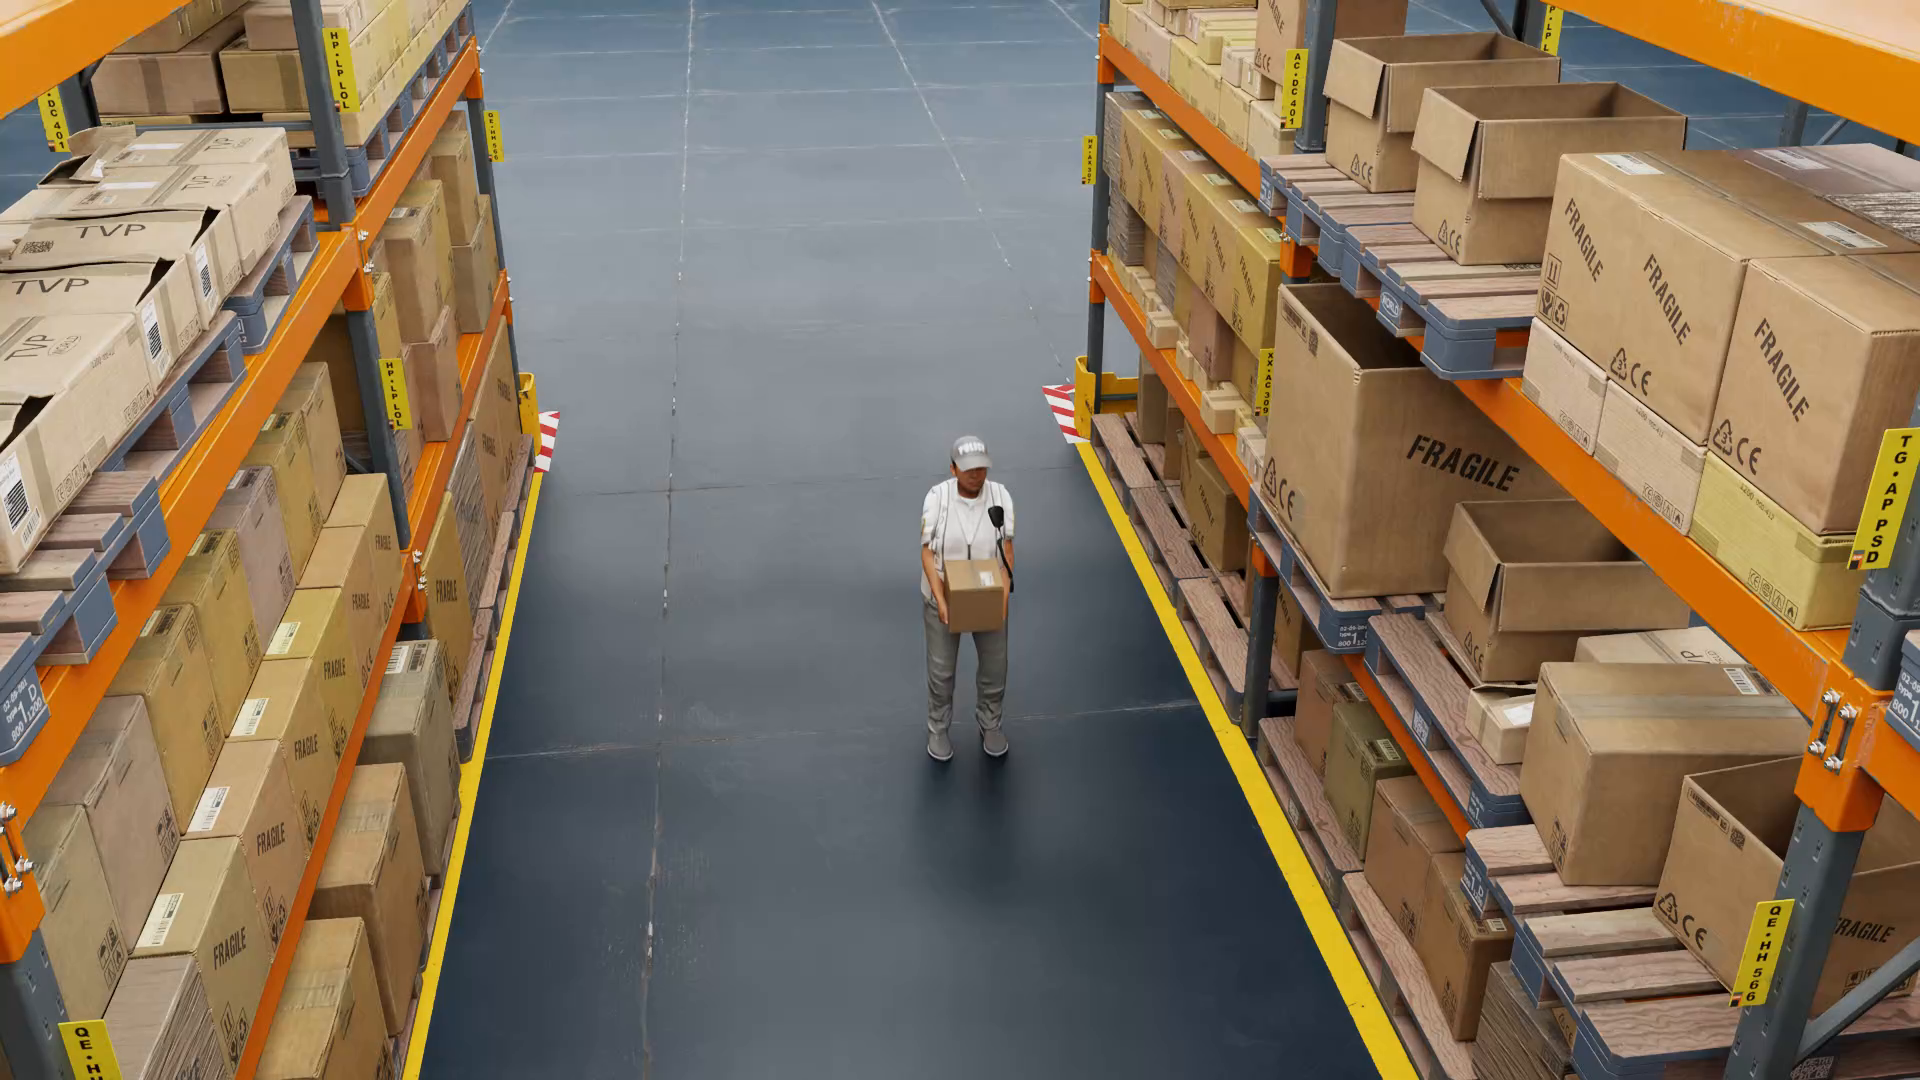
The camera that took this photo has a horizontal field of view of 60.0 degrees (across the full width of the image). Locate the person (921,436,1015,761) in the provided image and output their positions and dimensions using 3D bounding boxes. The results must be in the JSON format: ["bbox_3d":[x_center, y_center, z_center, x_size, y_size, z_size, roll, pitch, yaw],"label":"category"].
[{"bbox_3d":[0.046,0.315,8.017,0.452,1.654,0.535,-3,27,-6],"label":"person"}]
